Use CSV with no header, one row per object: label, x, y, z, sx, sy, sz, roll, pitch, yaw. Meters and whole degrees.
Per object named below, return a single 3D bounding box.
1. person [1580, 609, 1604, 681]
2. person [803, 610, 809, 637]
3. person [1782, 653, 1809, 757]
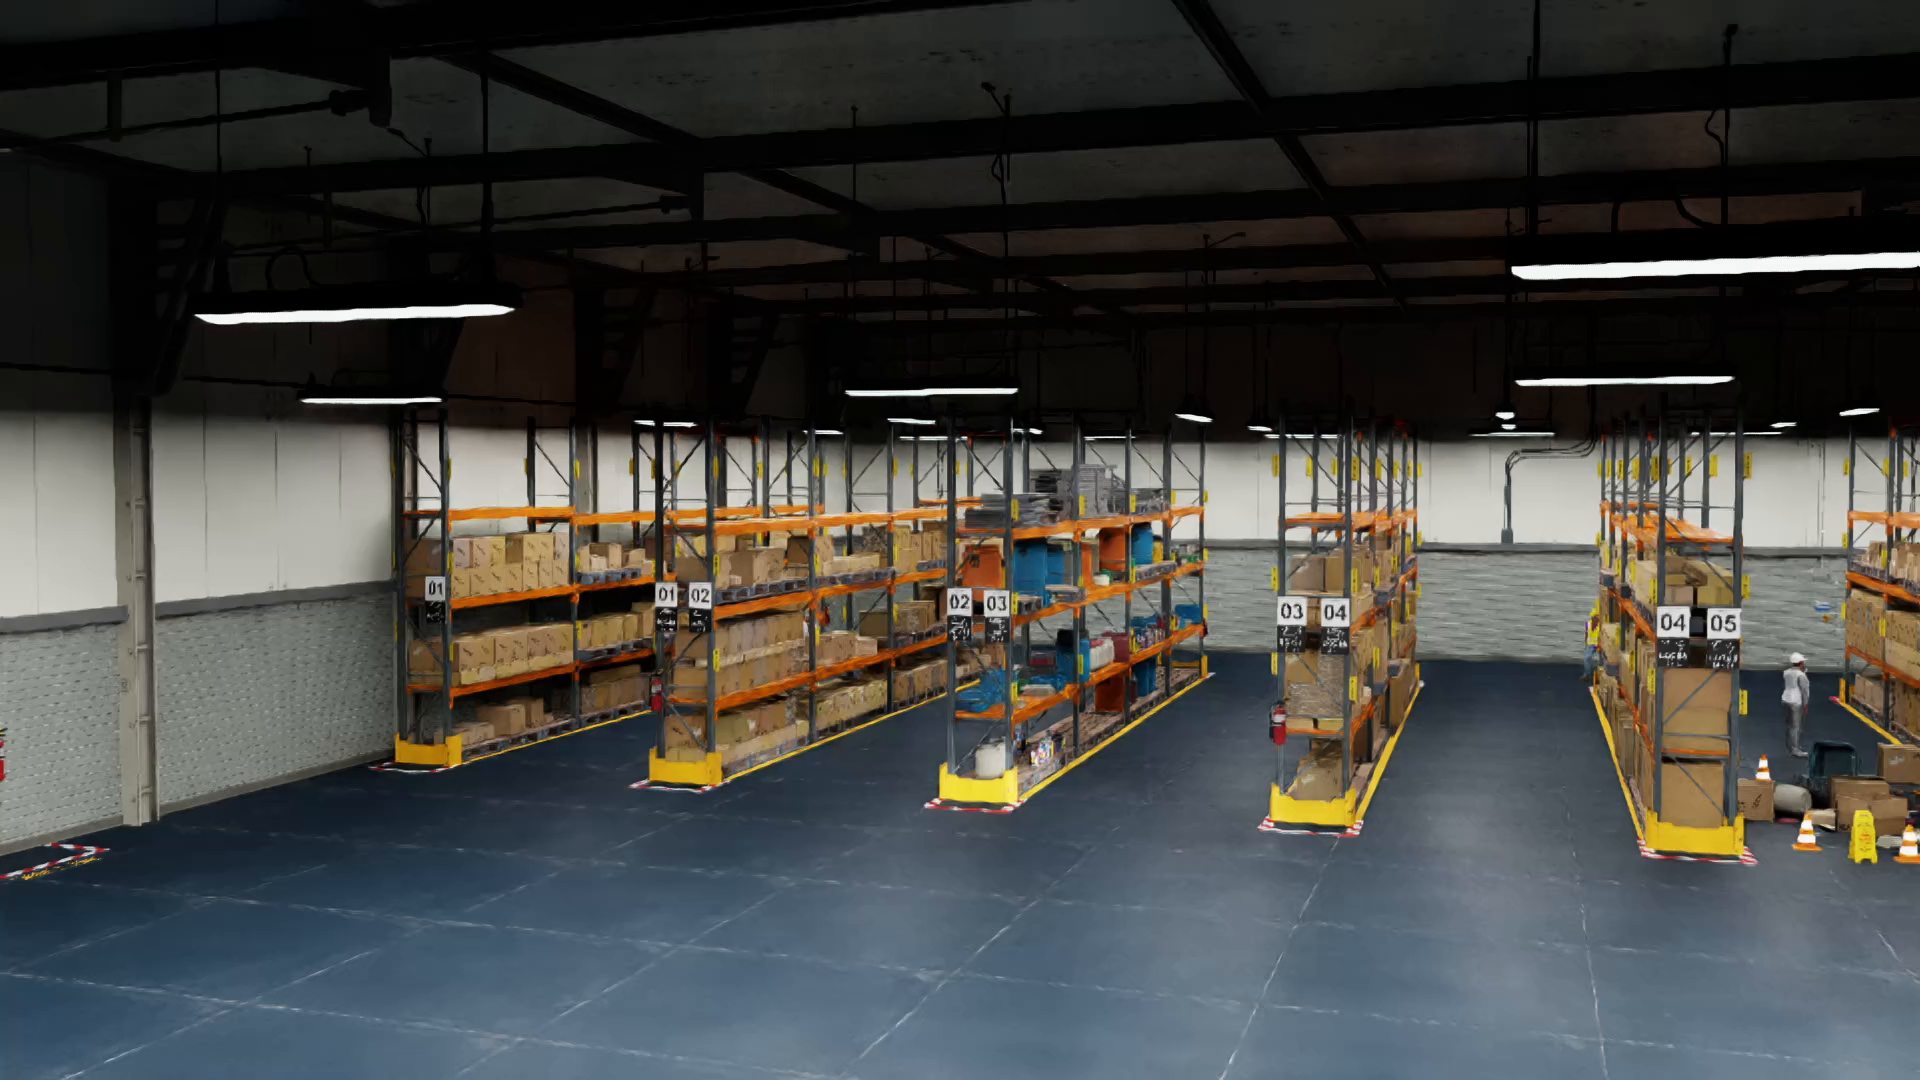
person,15.048,2.471,39.308,0.617,1.713,0.972,2,3,40
person,-3.598,2.481,39.685,0.461,1.626,0.999,1,3,17
person,14.623,2.853,29.012,0.463,1.782,0.598,0,2,-8
